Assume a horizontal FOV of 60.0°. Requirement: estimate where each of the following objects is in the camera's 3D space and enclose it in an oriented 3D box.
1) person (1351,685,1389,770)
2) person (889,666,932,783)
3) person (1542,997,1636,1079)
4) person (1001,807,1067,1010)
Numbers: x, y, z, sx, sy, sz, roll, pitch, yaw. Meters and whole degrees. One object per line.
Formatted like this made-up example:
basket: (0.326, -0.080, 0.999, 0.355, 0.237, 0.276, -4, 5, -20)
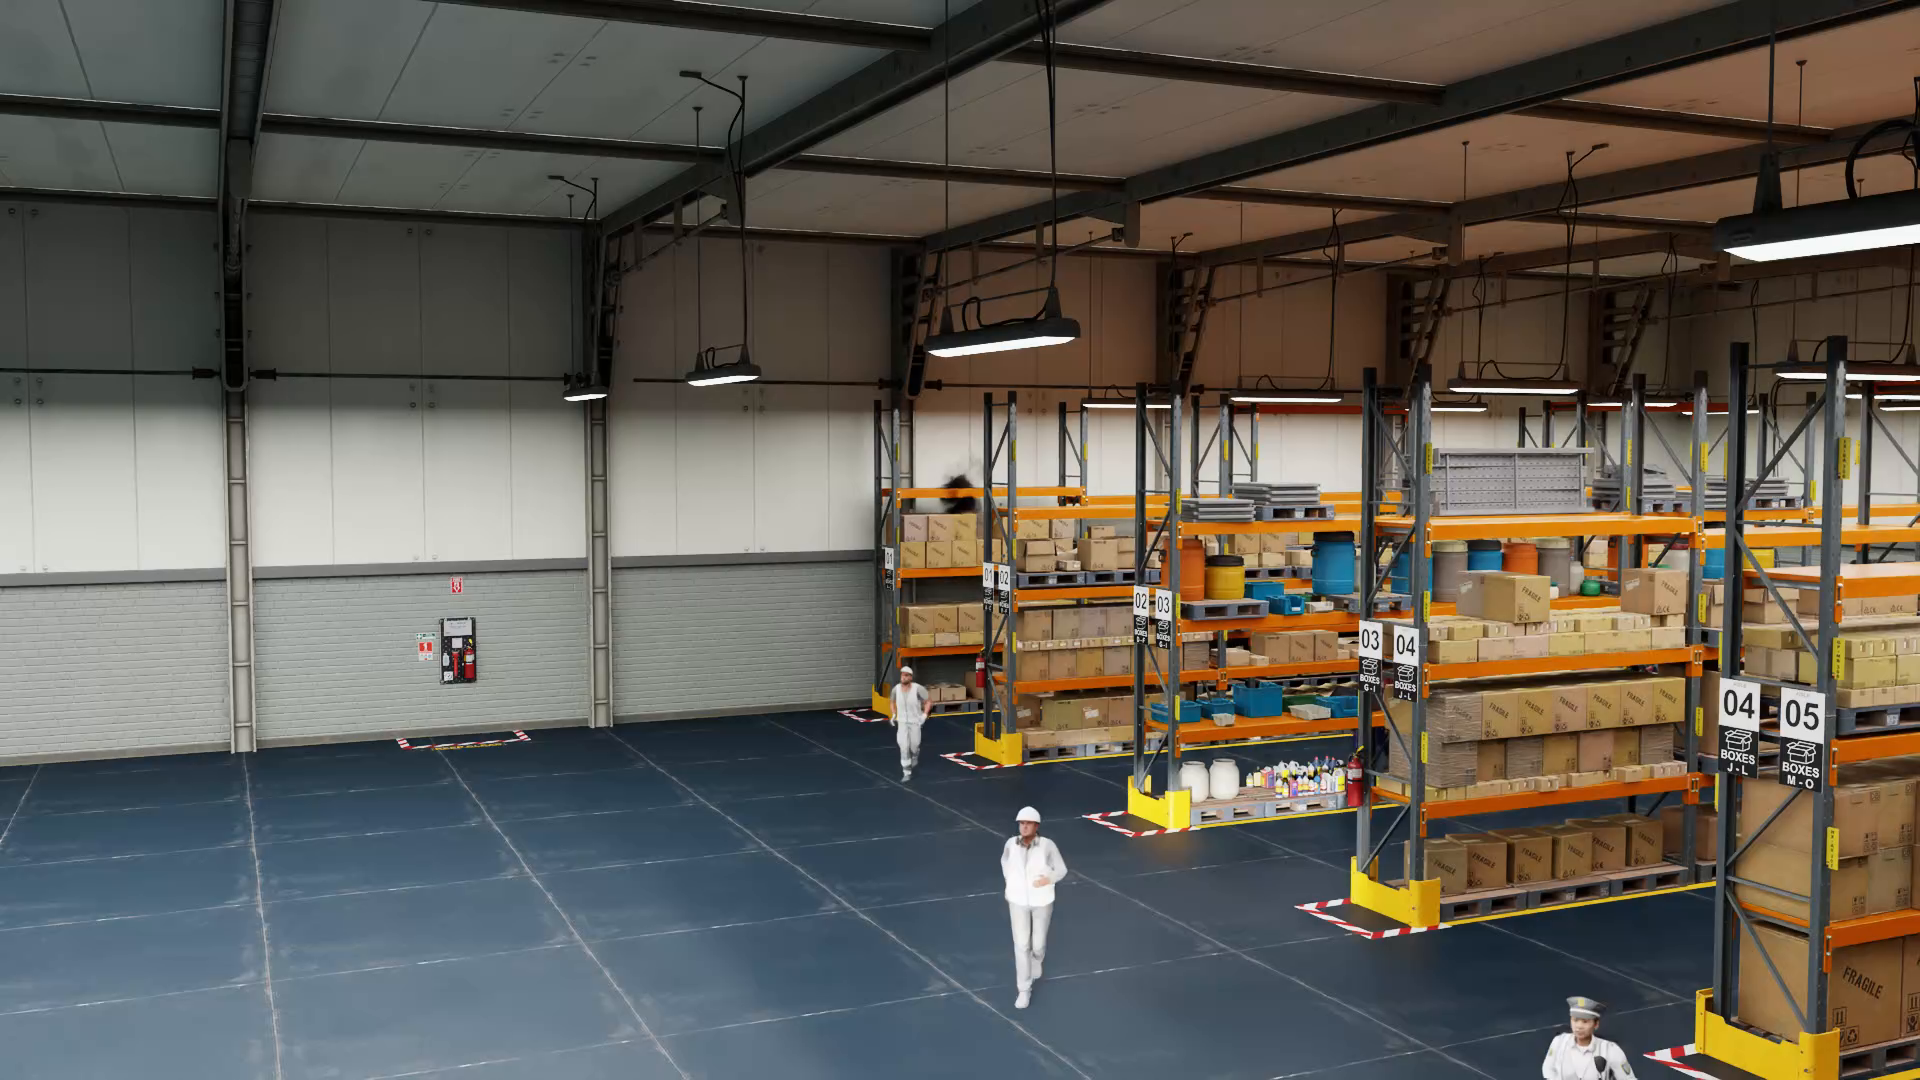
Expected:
person: (6.441, 2.815, 25.995, 0.895, 1.671, 0.594, -2, 4, -30)
person: (-0.758, 2.808, 25.562, 0.662, 1.774, 0.668, 1, 3, 11)
person: (3.987, 3.716, 10.550, 0.608, 1.697, 0.816, 2, 4, 27)
person: (0.680, 3.375, 15.534, 0.648, 1.787, 0.890, 1, 3, 10)
